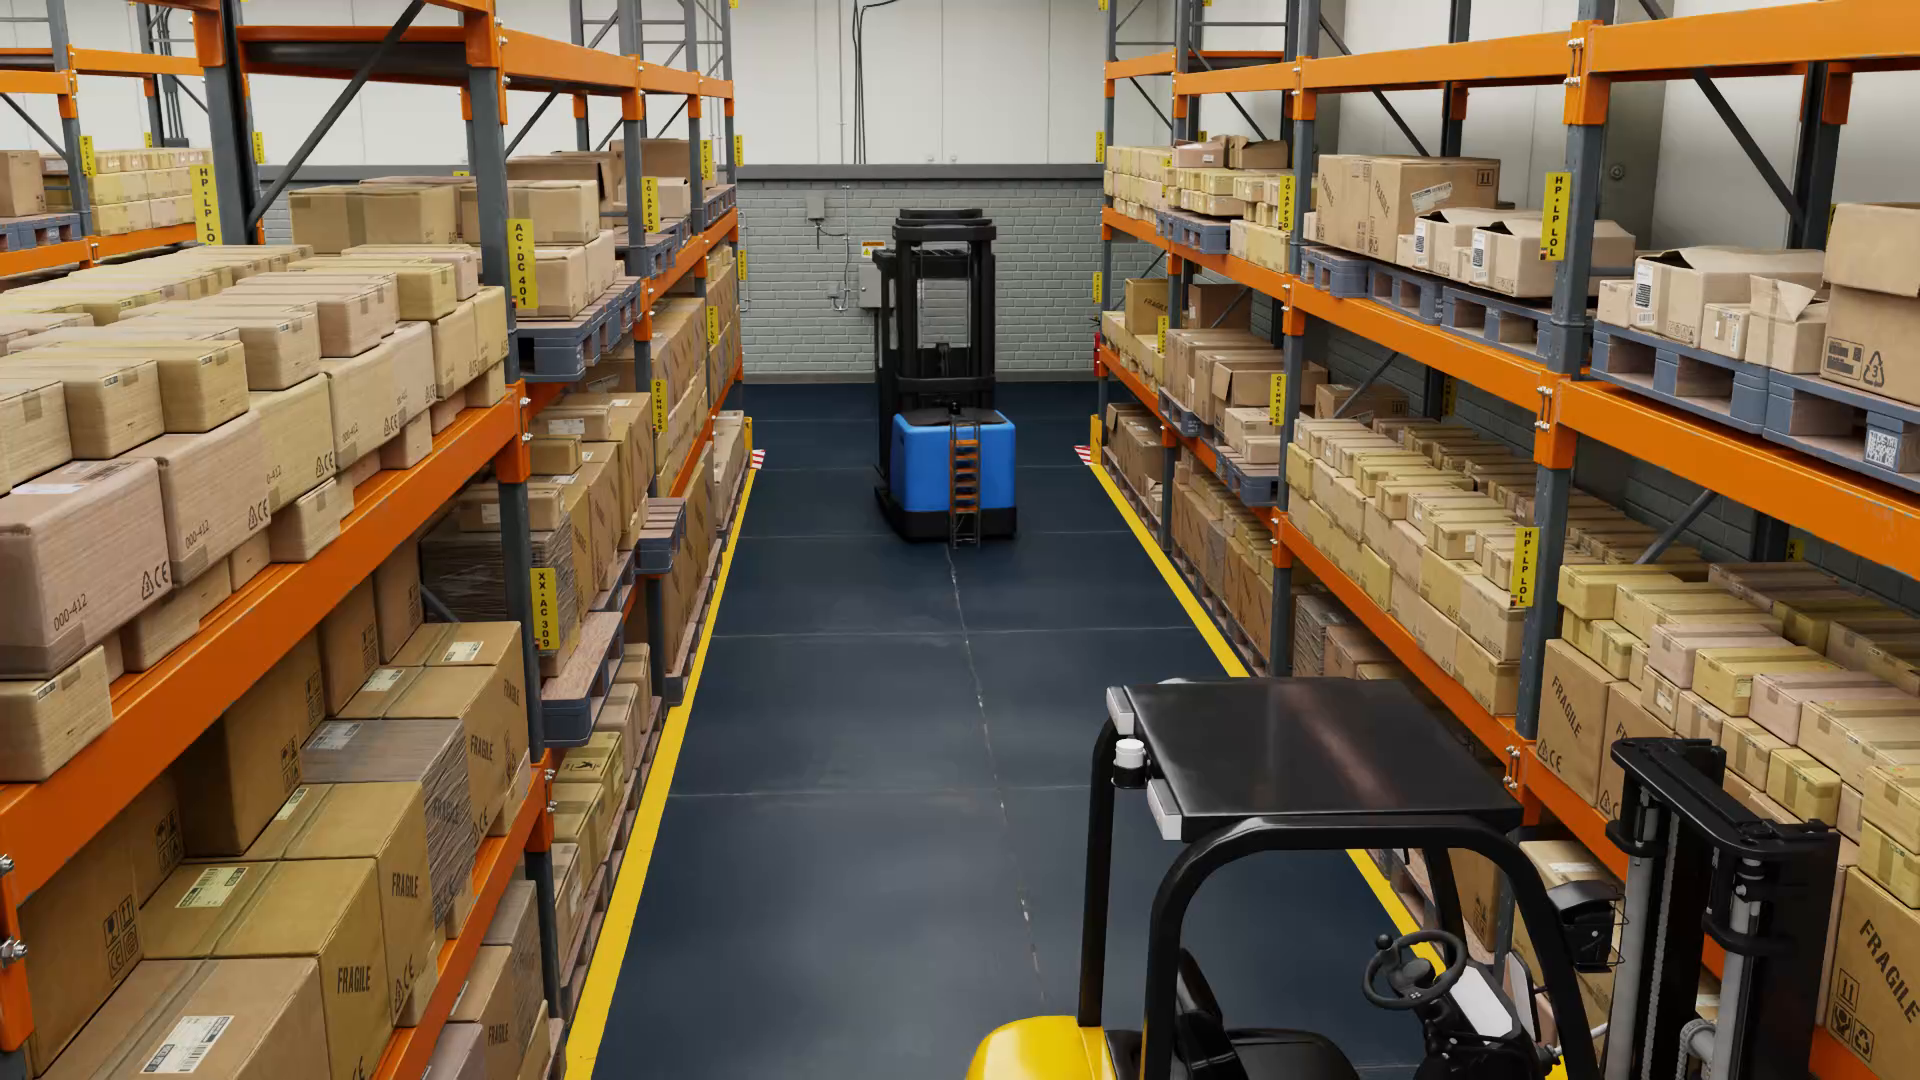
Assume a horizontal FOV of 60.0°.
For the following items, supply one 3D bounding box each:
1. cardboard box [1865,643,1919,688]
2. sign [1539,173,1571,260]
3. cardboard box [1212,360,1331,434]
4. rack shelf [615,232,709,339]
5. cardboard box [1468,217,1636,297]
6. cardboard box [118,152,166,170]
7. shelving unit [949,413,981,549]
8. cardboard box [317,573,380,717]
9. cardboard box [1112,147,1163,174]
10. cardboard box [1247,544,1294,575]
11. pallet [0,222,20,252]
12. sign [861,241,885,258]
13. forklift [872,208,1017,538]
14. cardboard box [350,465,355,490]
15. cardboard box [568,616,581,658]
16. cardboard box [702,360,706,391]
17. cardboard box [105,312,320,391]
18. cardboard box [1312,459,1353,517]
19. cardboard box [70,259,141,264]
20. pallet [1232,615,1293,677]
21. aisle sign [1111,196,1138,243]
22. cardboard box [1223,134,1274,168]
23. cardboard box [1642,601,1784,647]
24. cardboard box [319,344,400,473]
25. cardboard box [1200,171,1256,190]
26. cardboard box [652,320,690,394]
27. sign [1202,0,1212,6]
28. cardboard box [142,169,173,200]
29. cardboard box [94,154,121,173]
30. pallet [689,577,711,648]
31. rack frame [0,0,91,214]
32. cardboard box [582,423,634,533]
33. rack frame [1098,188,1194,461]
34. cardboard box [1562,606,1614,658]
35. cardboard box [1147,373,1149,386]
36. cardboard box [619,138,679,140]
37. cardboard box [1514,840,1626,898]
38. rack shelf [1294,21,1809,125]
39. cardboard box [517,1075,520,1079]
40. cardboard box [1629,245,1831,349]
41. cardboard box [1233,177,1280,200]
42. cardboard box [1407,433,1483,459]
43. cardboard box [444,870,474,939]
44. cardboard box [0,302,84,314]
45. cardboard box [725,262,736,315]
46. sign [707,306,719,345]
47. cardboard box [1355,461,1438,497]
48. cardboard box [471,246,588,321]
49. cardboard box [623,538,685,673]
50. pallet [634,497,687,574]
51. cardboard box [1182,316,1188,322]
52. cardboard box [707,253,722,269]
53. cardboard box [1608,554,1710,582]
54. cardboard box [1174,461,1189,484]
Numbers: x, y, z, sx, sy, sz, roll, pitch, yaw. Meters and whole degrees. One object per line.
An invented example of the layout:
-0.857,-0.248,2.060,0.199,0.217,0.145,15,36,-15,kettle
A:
3.199,0.443,5.408,0.380,0.149,0.250,-1,14,-4,cardboard box
2.258,-1.224,6.300,0.100,0.325,0.005,-1,14,-3,sign
2.266,-1.031,12.187,0.797,0.503,0.637,-1,14,-5,cardboard box
-2.526,-1.899,12.033,1.077,0.370,4.000,-1,14,-3,rack shelf
2.511,-1.217,7.077,0.500,0.311,0.500,-1,14,-5,cardboard box
-7.394,-3.409,14.958,0.380,0.149,0.250,0,14,-1,cardboard box
0.046,-0.527,14.889,0.258,1.200,0.189,-3,15,-10,shelving unit
-2.334,0.261,5.410,0.700,0.500,0.500,-1,14,-3,cardboard box
1.846,-3.889,17.027,0.500,0.250,0.500,-1,14,-4,cardboard box
2.220,0.132,11.588,0.380,0.149,0.250,-2,15,-6,cardboard box
-7.585,-2.139,11.900,1.213,0.211,1.003,-1,14,-3,pallet
-1.233,-4.135,23.645,0.339,0.242,0.001,-1,14,-3,sign
-0.250,-1.761,16.210,1.130,2.935,3.031,-3,15,-10,forklift
-1.830,-0.173,4.389,0.380,0.149,0.250,-1,14,-4,cardboard box
-1.880,0.412,7.292,0.380,0.149,0.250,-1,14,-2,cardboard box
-2.380,-1.355,13.795,0.500,0.250,0.500,-1,14,-3,cardboard box
-1.697,-0.432,3.792,0.380,0.149,0.250,0,14,-2,cardboard box
2.365,-0.305,9.714,0.500,0.250,0.500,0,14,-2,cardboard box
-7.987,-2.364,15.614,0.500,0.500,0.500,-1,14,-5,cardboard box
2.543,0.790,11.757,1.003,0.211,1.213,-1,14,-3,pallet
1.759,-3.635,18.143,0.394,0.787,0.004,-1,14,-3,aisle sign
2.391,-3.222,13.764,0.396,0.266,0.258,-1,14,-4,cardboard box
2.654,0.324,5.870,0.380,0.149,0.250,-1,14,-4,cardboard box
-1.762,-0.342,4.243,0.500,0.250,0.500,-1,14,-2,cardboard box
2.062,-2.760,12.801,0.380,0.149,0.250,-1,14,-3,cardboard box
-2.274,-1.334,12.206,0.500,0.500,0.500,-1,14,-3,cardboard box
2.611,-5.802,17.548,0.100,0.325,0.005,-1,14,-3,sign
-7.418,-3.185,14.887,0.500,0.250,0.500,-1,14,-2,cardboard box
-7.416,-3.211,14.189,0.380,0.149,0.250,-1,14,-4,cardboard box
-2.448,0.554,12.675,1.003,0.211,1.213,-1,14,-3,pallet
-7.584,-4.096,13.108,1.000,3.000,0.127,-1,14,-3,rack frame
-2.021,-0.330,8.873,0.500,0.500,0.500,-2,15,-7,cardboard box
2.056,-2.364,18.418,1.000,3.000,0.127,-1,14,-3,rack frame
2.557,0.341,6.402,0.380,0.149,0.250,-1,14,-4,cardboard box
1.965,-1.517,15.632,0.380,0.149,0.250,-1,14,-2,cardboard box
-2.923,-3.536,15.708,0.500,0.500,0.500,-1,14,-2,cardboard box
2.516,1.390,6.499,0.500,0.250,0.500,-1,14,-4,cardboard box
2.676,-2.240,8.144,1.077,0.370,4.000,-1,14,-3,rack shelf
-1.807,2.101,5.739,0.500,0.250,0.500,-1,14,-5,cardboard box
2.608,-0.830,5.573,0.500,0.311,0.500,-1,14,-2,cardboard box
2.155,-2.495,11.812,0.380,0.149,0.250,-1,14,-3,cardboard box
2.857,-0.531,9.790,0.380,0.149,0.250,-1,14,-3,cardboard box
-1.764,1.147,5.275,0.380,0.149,0.250,-1,14,-4,cardboard box
-2.351,-0.485,3.999,0.380,0.149,0.250,-1,14,-2,cardboard box
-2.569,-2.573,17.025,0.500,0.500,0.500,-1,14,-3,cardboard box
-2.109,-1.825,14.158,0.100,0.325,0.005,-1,14,-3,sign
2.368,-0.332,9.020,0.380,0.149,0.250,-1,14,-2,cardboard box
-1.791,-1.037,6.699,0.500,0.250,0.500,-1,14,-5,cardboard box
-2.362,0.356,11.269,0.875,0.875,0.875,-1,14,-4,cardboard box
-2.252,-0.028,9.726,1.213,0.211,1.003,-1,14,-3,pallet
2.380,-2.197,17.473,0.500,0.250,0.500,-1,14,-3,cardboard box
-2.542,-2.731,16.334,0.380,0.149,0.250,-1,14,-2,cardboard box
2.992,0.167,7.078,0.380,0.149,0.250,-1,14,-5,cardboard box
2.060,-0.583,14.368,0.380,0.149,0.250,0,14,-1,cardboard box
